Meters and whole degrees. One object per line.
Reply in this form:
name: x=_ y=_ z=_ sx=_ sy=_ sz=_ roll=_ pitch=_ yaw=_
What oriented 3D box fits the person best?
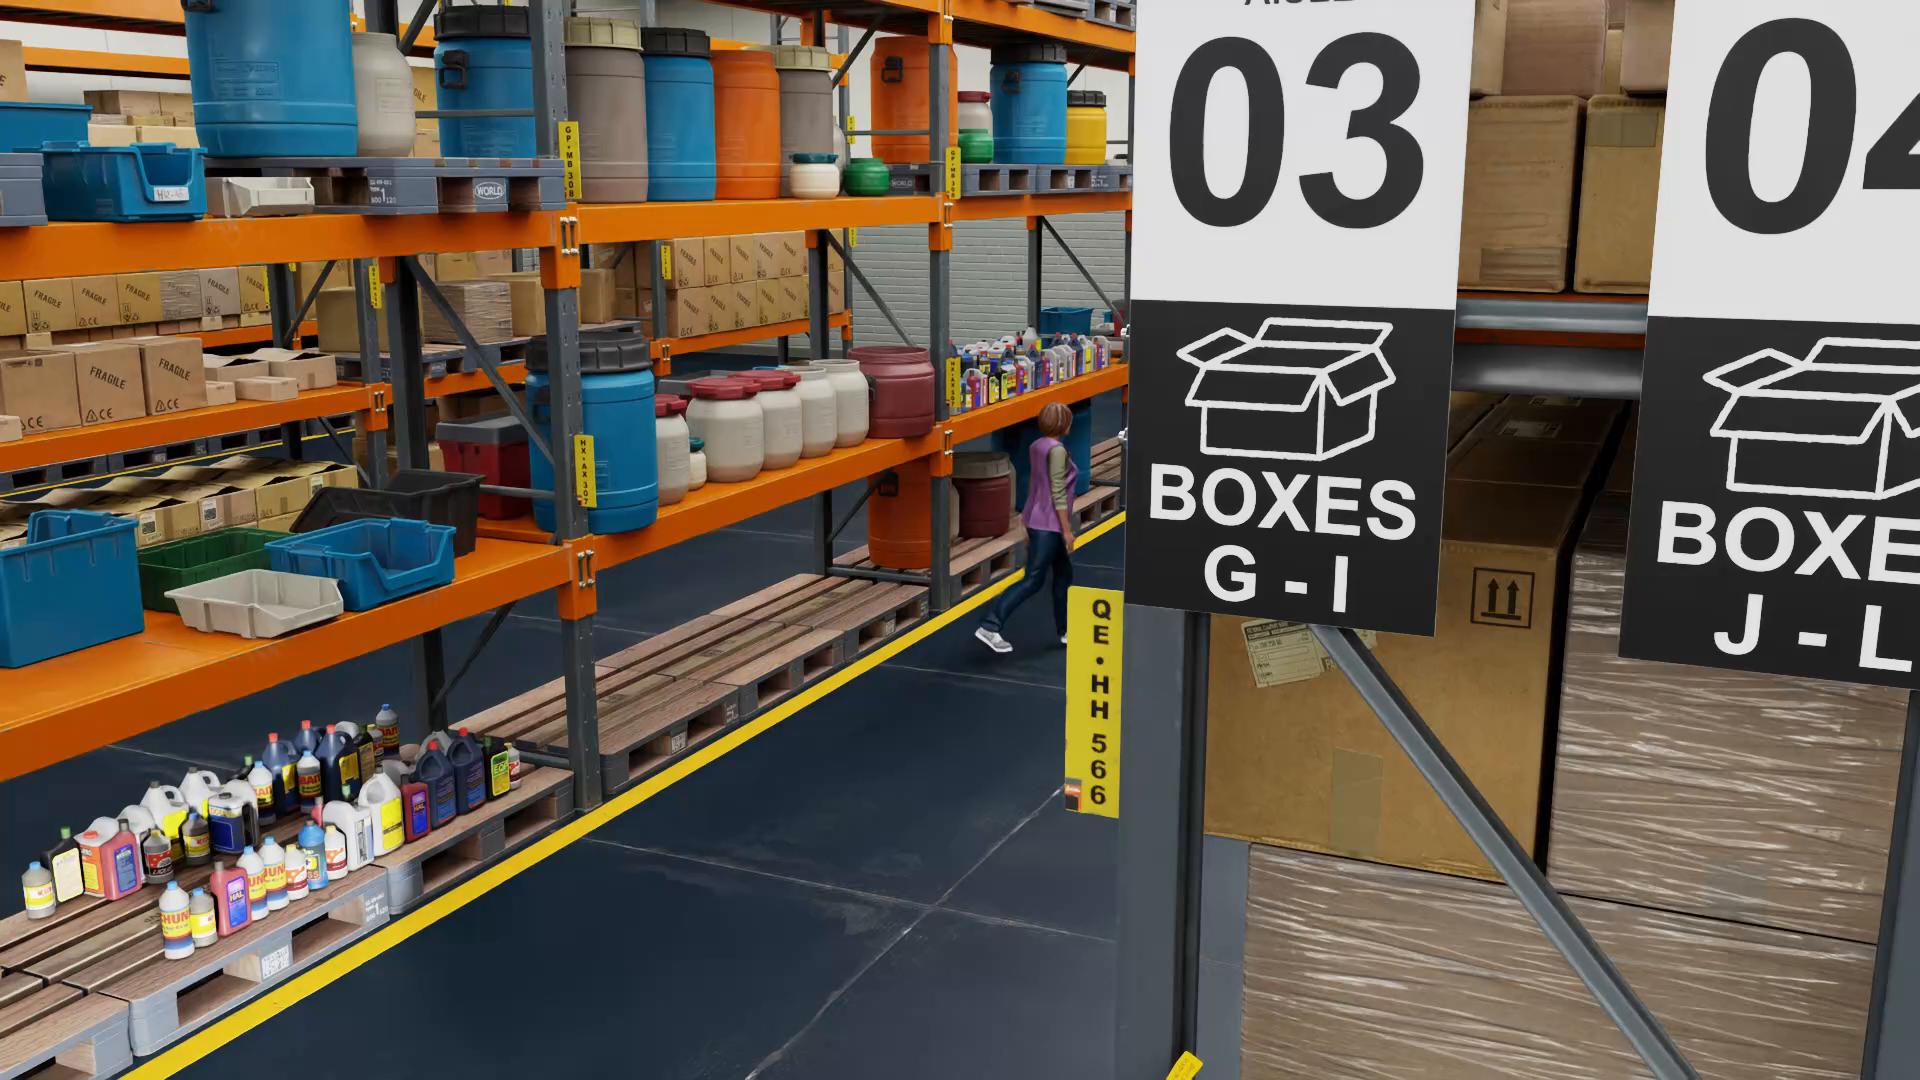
person: x=0.506 y=-0.074 z=10.323 sx=0.867 sy=1.567 sz=0.466 roll=-2 pitch=13 yaw=-11
